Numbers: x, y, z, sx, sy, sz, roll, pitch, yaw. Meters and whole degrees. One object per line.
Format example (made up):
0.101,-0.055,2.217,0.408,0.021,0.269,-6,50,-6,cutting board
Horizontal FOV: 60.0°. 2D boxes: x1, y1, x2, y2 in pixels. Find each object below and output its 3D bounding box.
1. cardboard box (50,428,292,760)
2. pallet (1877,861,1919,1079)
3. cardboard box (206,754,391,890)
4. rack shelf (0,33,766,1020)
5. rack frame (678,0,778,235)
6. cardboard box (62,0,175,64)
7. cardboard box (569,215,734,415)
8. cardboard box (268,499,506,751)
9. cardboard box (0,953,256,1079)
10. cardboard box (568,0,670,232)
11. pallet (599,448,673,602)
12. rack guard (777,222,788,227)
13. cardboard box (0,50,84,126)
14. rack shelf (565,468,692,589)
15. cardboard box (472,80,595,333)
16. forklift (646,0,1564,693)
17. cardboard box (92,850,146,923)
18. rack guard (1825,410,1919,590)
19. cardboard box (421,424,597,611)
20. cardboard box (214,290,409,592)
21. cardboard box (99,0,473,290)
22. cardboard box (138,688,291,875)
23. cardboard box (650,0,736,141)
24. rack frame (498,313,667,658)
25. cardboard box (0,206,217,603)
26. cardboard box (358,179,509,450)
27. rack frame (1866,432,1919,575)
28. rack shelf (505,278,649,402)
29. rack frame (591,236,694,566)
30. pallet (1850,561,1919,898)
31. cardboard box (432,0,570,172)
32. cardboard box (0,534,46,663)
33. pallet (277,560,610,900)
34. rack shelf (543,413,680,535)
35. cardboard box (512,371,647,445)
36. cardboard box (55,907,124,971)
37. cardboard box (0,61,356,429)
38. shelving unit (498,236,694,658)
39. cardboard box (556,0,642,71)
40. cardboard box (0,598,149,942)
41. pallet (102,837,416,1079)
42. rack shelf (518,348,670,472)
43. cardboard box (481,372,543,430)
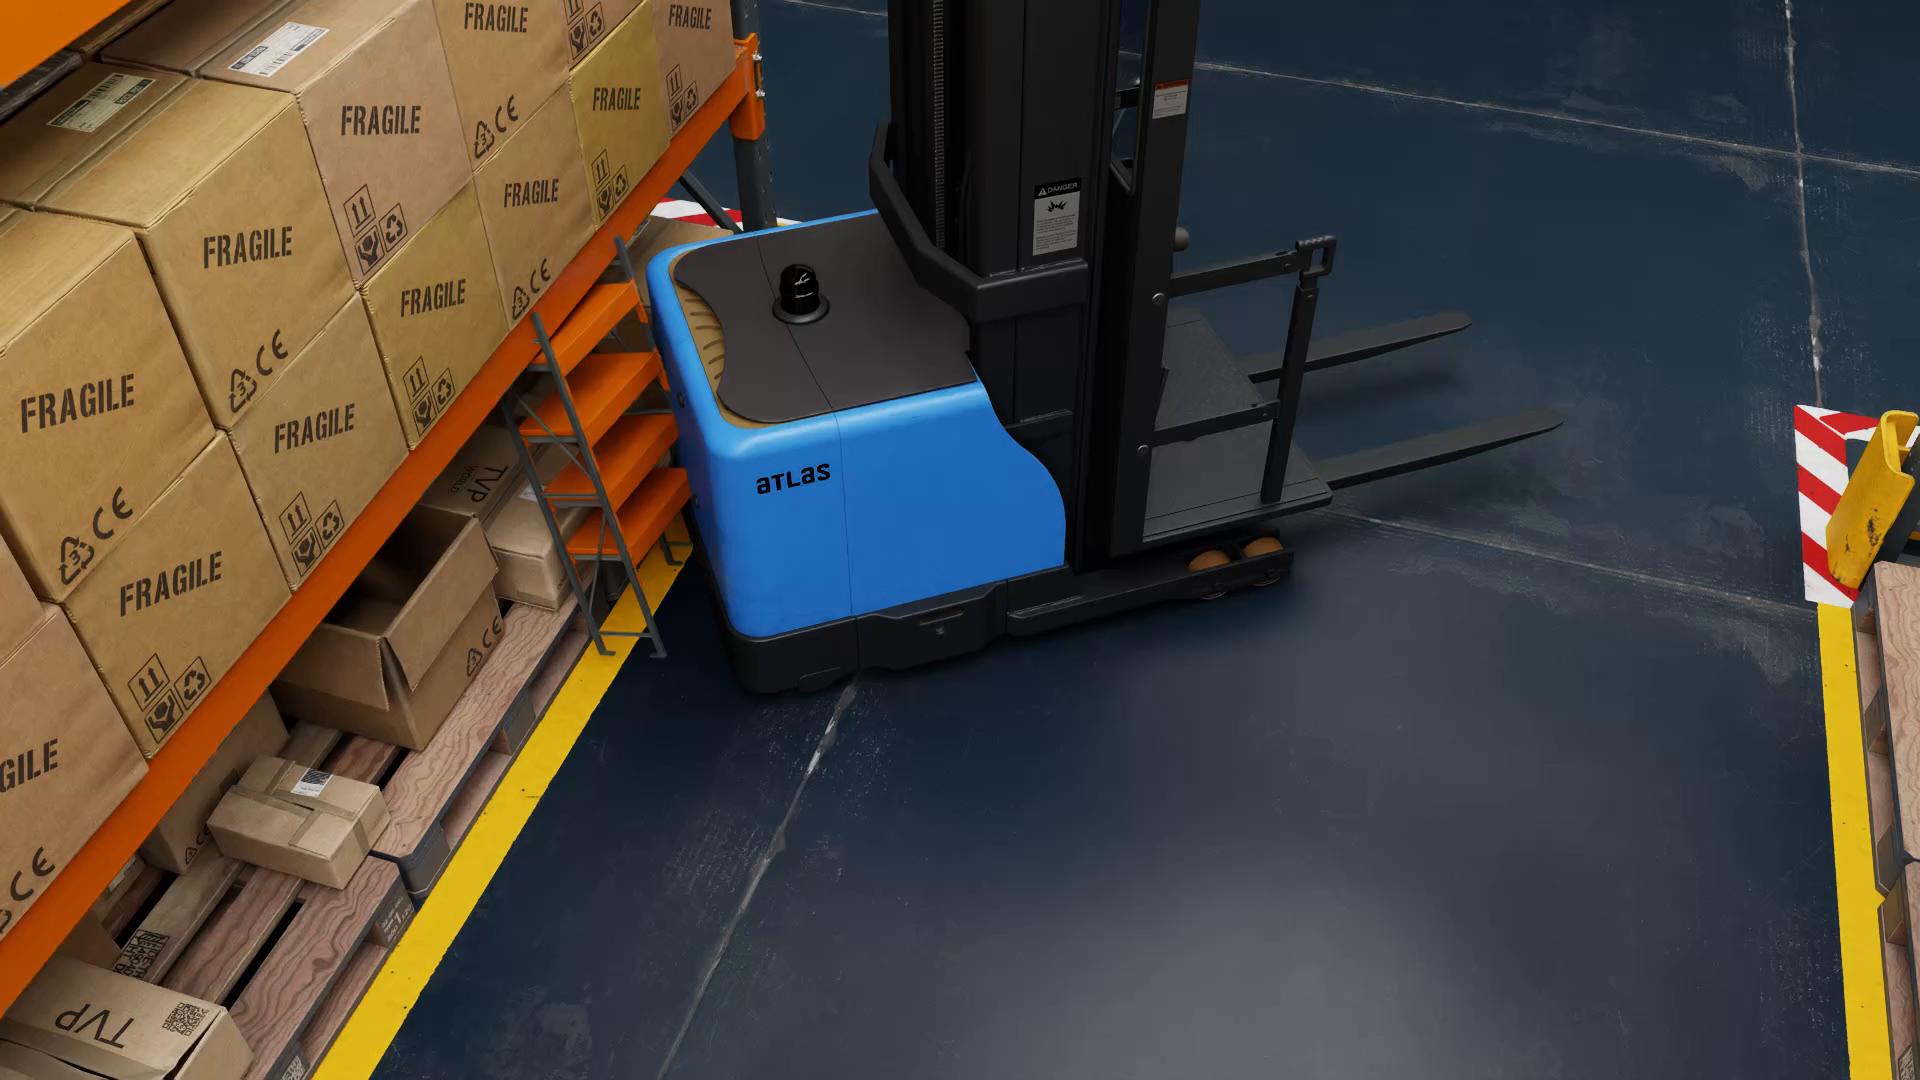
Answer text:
-1.821,0.059,3.473,0.500,0.500,0.500,13,46,13,cardboard box
2.886,1.453,4.114,1.003,0.211,1.213,13,46,13,pallet
-1.801,0.762,4.538,0.380,0.166,0.250,13,46,13,cardboard box
-1.781,-0.357,4.485,1.077,0.370,4.000,13,46,13,rack shelf
-1.176,-1.947,5.595,1.000,3.000,0.127,13,46,13,rack frame
-2.022,-1.079,3.922,0.500,0.500,0.500,12,46,12,cardboard box
-1.106,-0.797,5.892,0.500,0.500,0.500,13,46,13,cardboard box
-1.823,0.200,4.871,0.797,0.503,0.637,13,46,13,cardboard box
-2.054,1.289,3.896,0.500,0.311,0.500,13,46,13,cardboard box
-1.206,-1.280,4.842,0.500,0.500,0.500,13,46,13,cardboard box
-1.439,-0.368,5.976,1.003,0.211,1.213,13,46,13,pallet
-1.199,-1.003,6.418,1.175,0.500,0.348,13,46,13,rack guard
-2.175,-0.744,3.579,0.500,0.500,0.500,13,46,13,cardboard box
-1.021,-0.051,5.248,0.258,0.148,0.480,1,35,22,rack shelf
-1.362,-0.949,4.504,0.500,0.500,0.500,13,46,13,cardboard box
0.591,-1.188,4.868,3.031,2.935,1.130,-13,46,-13,forklift
-2.428,0.878,4.432,0.380,0.149,0.250,13,46,13,cardboard box
3.539,-0.021,5.414,1.175,0.500,0.348,13,46,13,rack guard
-1.422,-0.080,5.339,0.500,0.250,0.500,13,46,13,cardboard box
-1.667,-0.274,3.814,0.500,0.500,0.500,12,46,12,cardboard box
-1.509,-0.960,3.800,0.500,0.500,0.500,14,46,14,cardboard box
-2.258,0.583,4.618,0.500,0.311,0.500,13,46,13,cardboard box
-1.052,-1.627,5.196,0.500,0.500,0.500,14,46,14,cardboard box
-1.150,-0.129,4.920,0.240,1.200,0.015,1,35,22,rack frame
-1.820,-0.273,3.098,0.500,0.500,0.500,11,45,11,cardboard box
-1.515,-0.613,4.160,0.500,0.500,0.500,12,46,12,cardboard box
3.544,-0.896,4.521,1.000,3.000,0.127,13,46,13,rack frame
-1.152,-0.591,4.894,0.258,0.148,0.480,1,35,22,rack shelf
-0.999,-0.409,5.290,0.240,1.200,0.015,1,35,22,rack frame
3.257,0.642,4.943,1.003,0.211,1.213,13,46,13,pallet
-1.353,-1.302,4.150,0.500,0.500,0.500,14,46,14,cardboard box
-1.976,0.071,2.746,0.500,0.500,0.500,14,46,14,cardboard box
-1.811,0.442,5.147,1.003,0.211,1.213,13,46,13,pallet
-1.061,-0.214,5.141,0.258,0.148,0.480,1,35,22,rack shelf
-1.314,-0.427,5.752,0.380,0.166,0.250,13,46,13,cardboard box
-2.485,1.015,4.041,0.500,0.500,0.500,13,46,13,cardboard box
-1.664,-0.615,3.448,0.500,0.500,0.500,11,46,11,cardboard box
-1.074,-0.269,5.105,0.258,1.200,0.503,1,35,22,shelving unit
-1.201,-1.649,4.504,0.500,0.500,0.500,14,46,14,cardboard box
-1.973,0.401,3.124,0.500,0.500,0.500,14,46,14,cardboard box
-2.178,1.258,4.314,1.003,0.211,1.213,13,46,13,pallet
-1.105,-0.397,5.021,0.258,0.148,0.480,1,35,22,rack shelf
-1.762,-0.486,5.754,0.500,0.250,0.500,13,46,13,cardboard box
